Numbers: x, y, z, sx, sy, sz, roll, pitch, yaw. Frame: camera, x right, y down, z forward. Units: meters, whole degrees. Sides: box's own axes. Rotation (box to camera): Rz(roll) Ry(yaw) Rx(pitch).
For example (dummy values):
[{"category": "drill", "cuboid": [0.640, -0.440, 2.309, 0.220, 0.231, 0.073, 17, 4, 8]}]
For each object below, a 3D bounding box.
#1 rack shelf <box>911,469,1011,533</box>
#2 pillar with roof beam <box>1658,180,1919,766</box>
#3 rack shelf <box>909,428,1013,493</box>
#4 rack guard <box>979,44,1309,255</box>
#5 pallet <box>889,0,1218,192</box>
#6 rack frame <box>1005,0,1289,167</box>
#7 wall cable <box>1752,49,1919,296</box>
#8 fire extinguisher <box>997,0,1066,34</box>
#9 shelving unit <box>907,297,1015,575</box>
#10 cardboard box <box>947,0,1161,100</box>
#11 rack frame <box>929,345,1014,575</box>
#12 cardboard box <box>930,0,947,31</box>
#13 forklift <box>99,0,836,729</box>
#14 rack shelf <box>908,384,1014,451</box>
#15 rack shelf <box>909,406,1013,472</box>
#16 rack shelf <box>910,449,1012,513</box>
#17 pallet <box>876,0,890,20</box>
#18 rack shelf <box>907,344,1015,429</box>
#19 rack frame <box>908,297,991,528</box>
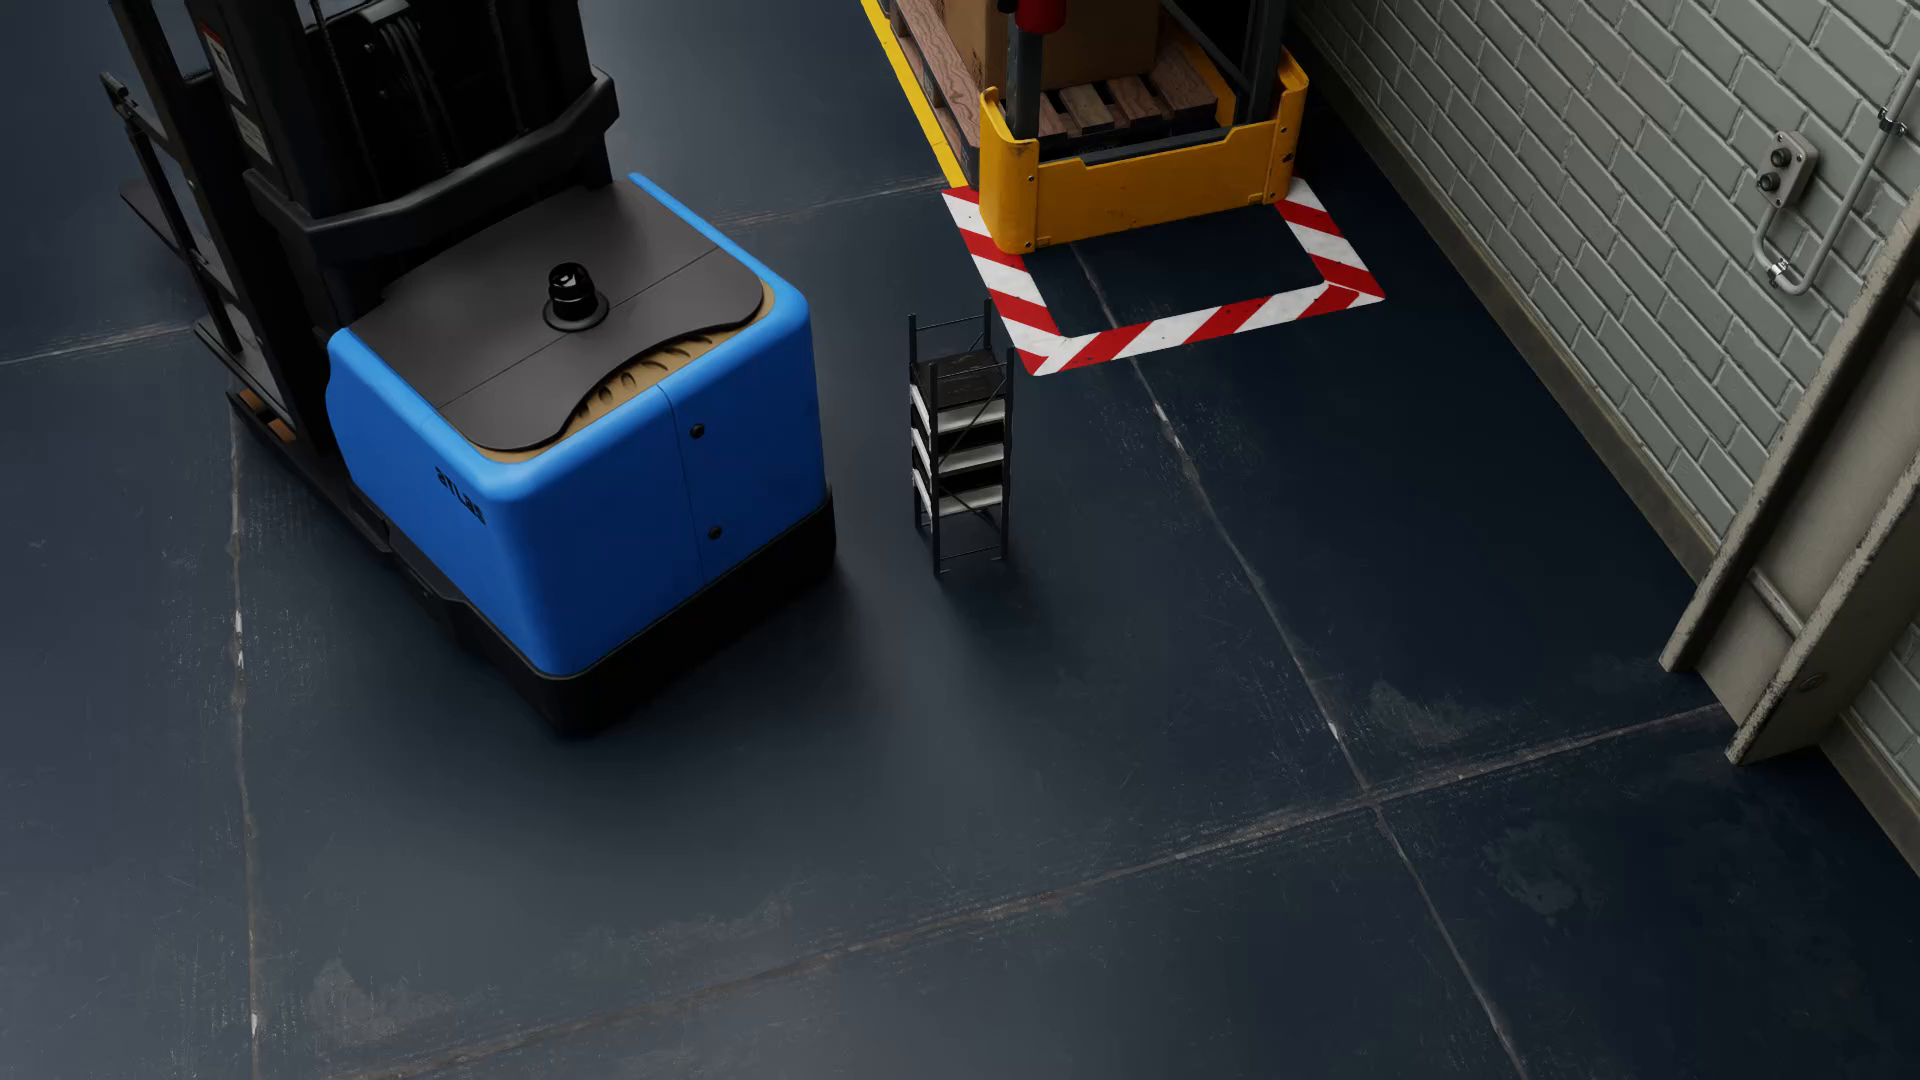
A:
[{"category": "rack shelf", "cuboid": [0.002, -0.147, 5.064, 0.258, 0.077, 0.200, -13, 51, -11]}, {"category": "pillar with roof beam", "cuboid": [-1.830, -1.465, 0.599, 9.100, 9.000, 0.400, -13, 51, -11]}, {"category": "rack shelf", "cuboid": [0.002, -0.263, 4.926, 0.258, 0.077, 0.200, -13, 51, -11]}, {"category": "rack guard", "cuboid": [0.665, -1.457, 6.152, 1.175, 0.500, 0.348, -13, 51, -11]}, {"category": "pallet", "cuboid": [0.346, -1.948, 6.754, 1.003, 0.211, 1.213, -13, 51, -11]}, {"category": "rack frame", "cuboid": [0.658, -2.281, 5.211, 1.000, 3.000, 0.127, -13, 51, -11]}, {"category": "wall cable", "cuboid": [1.940, -1.887, 4.214, 0.084, 1.984, 1.851, -13, 51, -11]}, {"category": "fire extinguisher", "cuboid": [0.261, -1.921, 5.202, 0.296, 0.674, 0.183, -13, 51, -11]}, {"category": "shelving unit", "cuboid": [0.002, -0.284, 4.901, 0.258, 0.900, 0.210, -13, 51, -11]}, {"category": "cardboard box", "cuboid": [0.355, -2.099, 6.418, 0.700, 0.500, 0.500, -13, 51, -11]}, {"category": "rack frame", "cuboid": [0.032, -0.210, 4.838, 0.240, 0.900, 0.006, -13, 51, -11]}, {"category": "cardboard box", "cuboid": [0.207, -2.464, 6.726, 0.700, 0.500, 0.500, -13, 51, -11]}, {"category": "forklift", "cuboid": [-1.769, -1.439, 4.546, 1.130, 2.935, 3.031, -37, 59, -27]}, {"category": "rack shelf", "cuboid": [0.002, -0.379, 4.789, 0.258, 0.077, 0.200, -13, 51, -11]}, {"category": "rack shelf", "cuboid": [0.002, -0.321, 4.858, 0.258, 0.077, 0.200, -13, 51, -11]}, {"category": "rack shelf", "cuboid": [0.002, -0.205, 4.995, 0.258, 0.077, 0.200, -13, 51, -11]}, {"category": "pallet", "cuboid": [-0.011, -2.838, 7.504, 1.003, 0.211, 1.213, -13, 51, -11]}, {"category": "rack shelf", "cuboid": [0.002, -0.437, 4.720, 0.258, 0.077, 0.200, -13, 51, -11]}, {"category": "rack frame", "cuboid": [-0.028, -0.358, 4.964, 0.240, 0.900, 0.006, -13, 51, -11]}]
